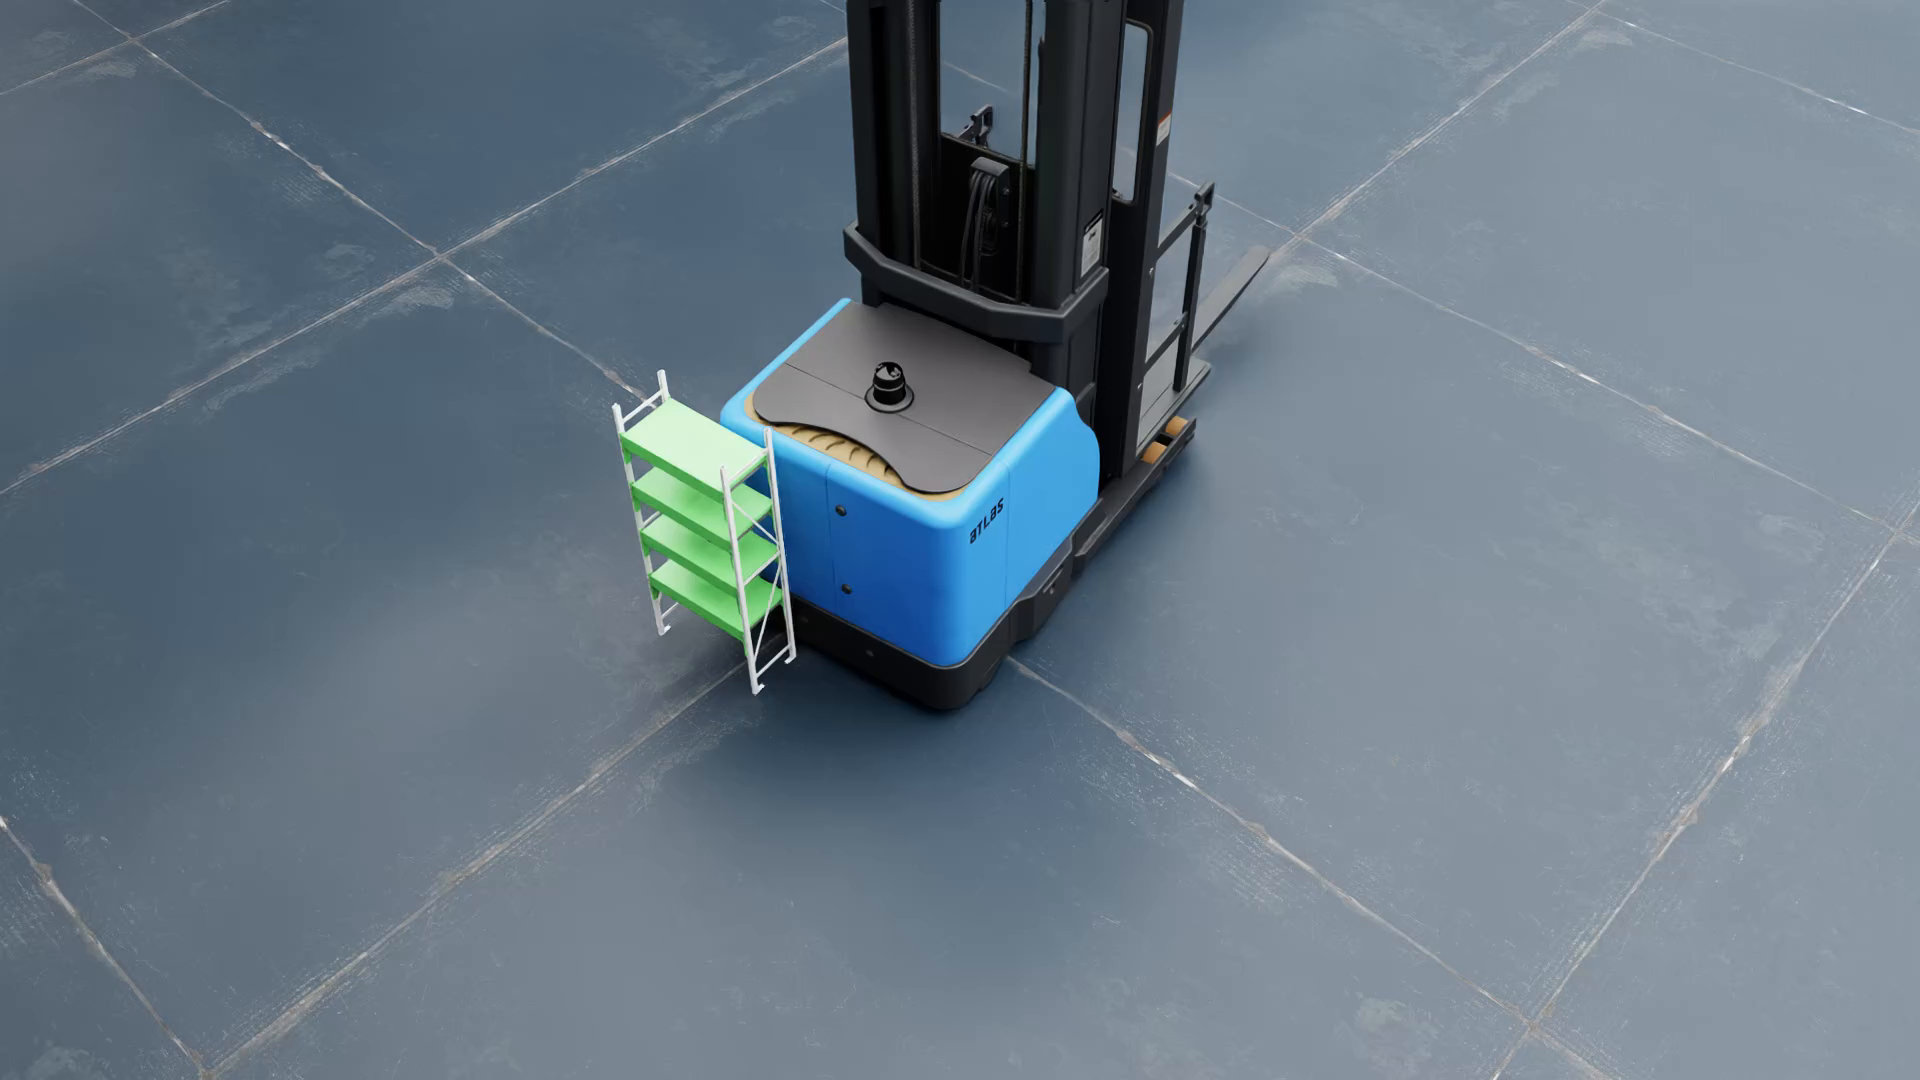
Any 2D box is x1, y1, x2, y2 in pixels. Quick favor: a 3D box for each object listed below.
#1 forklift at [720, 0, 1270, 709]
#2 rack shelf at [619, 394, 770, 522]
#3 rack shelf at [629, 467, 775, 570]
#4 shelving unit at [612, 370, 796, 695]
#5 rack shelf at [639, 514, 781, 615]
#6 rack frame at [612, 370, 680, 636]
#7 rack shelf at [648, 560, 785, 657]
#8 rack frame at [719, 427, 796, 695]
[{"bbox_3d":[0.360,-1.429,6.190,1.130,2.935,3.031,25,52,22],"label":"forklift"},{"bbox_3d":[-0.906,-0.286,5.733,0.480,0.148,0.258,29,53,24],"label":"rack shelf"},{"bbox_3d":[-0.906,-0.121,5.908,0.480,0.148,0.258,29,53,24],"label":"rack shelf"},{"bbox_3d":[-0.906,-0.001,6.036,0.503,1.200,0.258,29,53,24],"label":"shelving unit"},{"bbox_3d":[-0.906,0.043,6.083,0.480,0.148,0.258,29,53,24],"label":"rack shelf"},{"bbox_3d":[-1.102,-0.107,6.136,0.015,1.200,0.240,29,53,24],"label":"rack frame"},{"bbox_3d":[-0.906,0.207,6.258,0.480,0.148,0.258,29,53,24],"label":"rack shelf"},{"bbox_3d":[-0.711,0.106,5.936,0.015,1.200,0.240,29,53,24],"label":"rack frame"}]
